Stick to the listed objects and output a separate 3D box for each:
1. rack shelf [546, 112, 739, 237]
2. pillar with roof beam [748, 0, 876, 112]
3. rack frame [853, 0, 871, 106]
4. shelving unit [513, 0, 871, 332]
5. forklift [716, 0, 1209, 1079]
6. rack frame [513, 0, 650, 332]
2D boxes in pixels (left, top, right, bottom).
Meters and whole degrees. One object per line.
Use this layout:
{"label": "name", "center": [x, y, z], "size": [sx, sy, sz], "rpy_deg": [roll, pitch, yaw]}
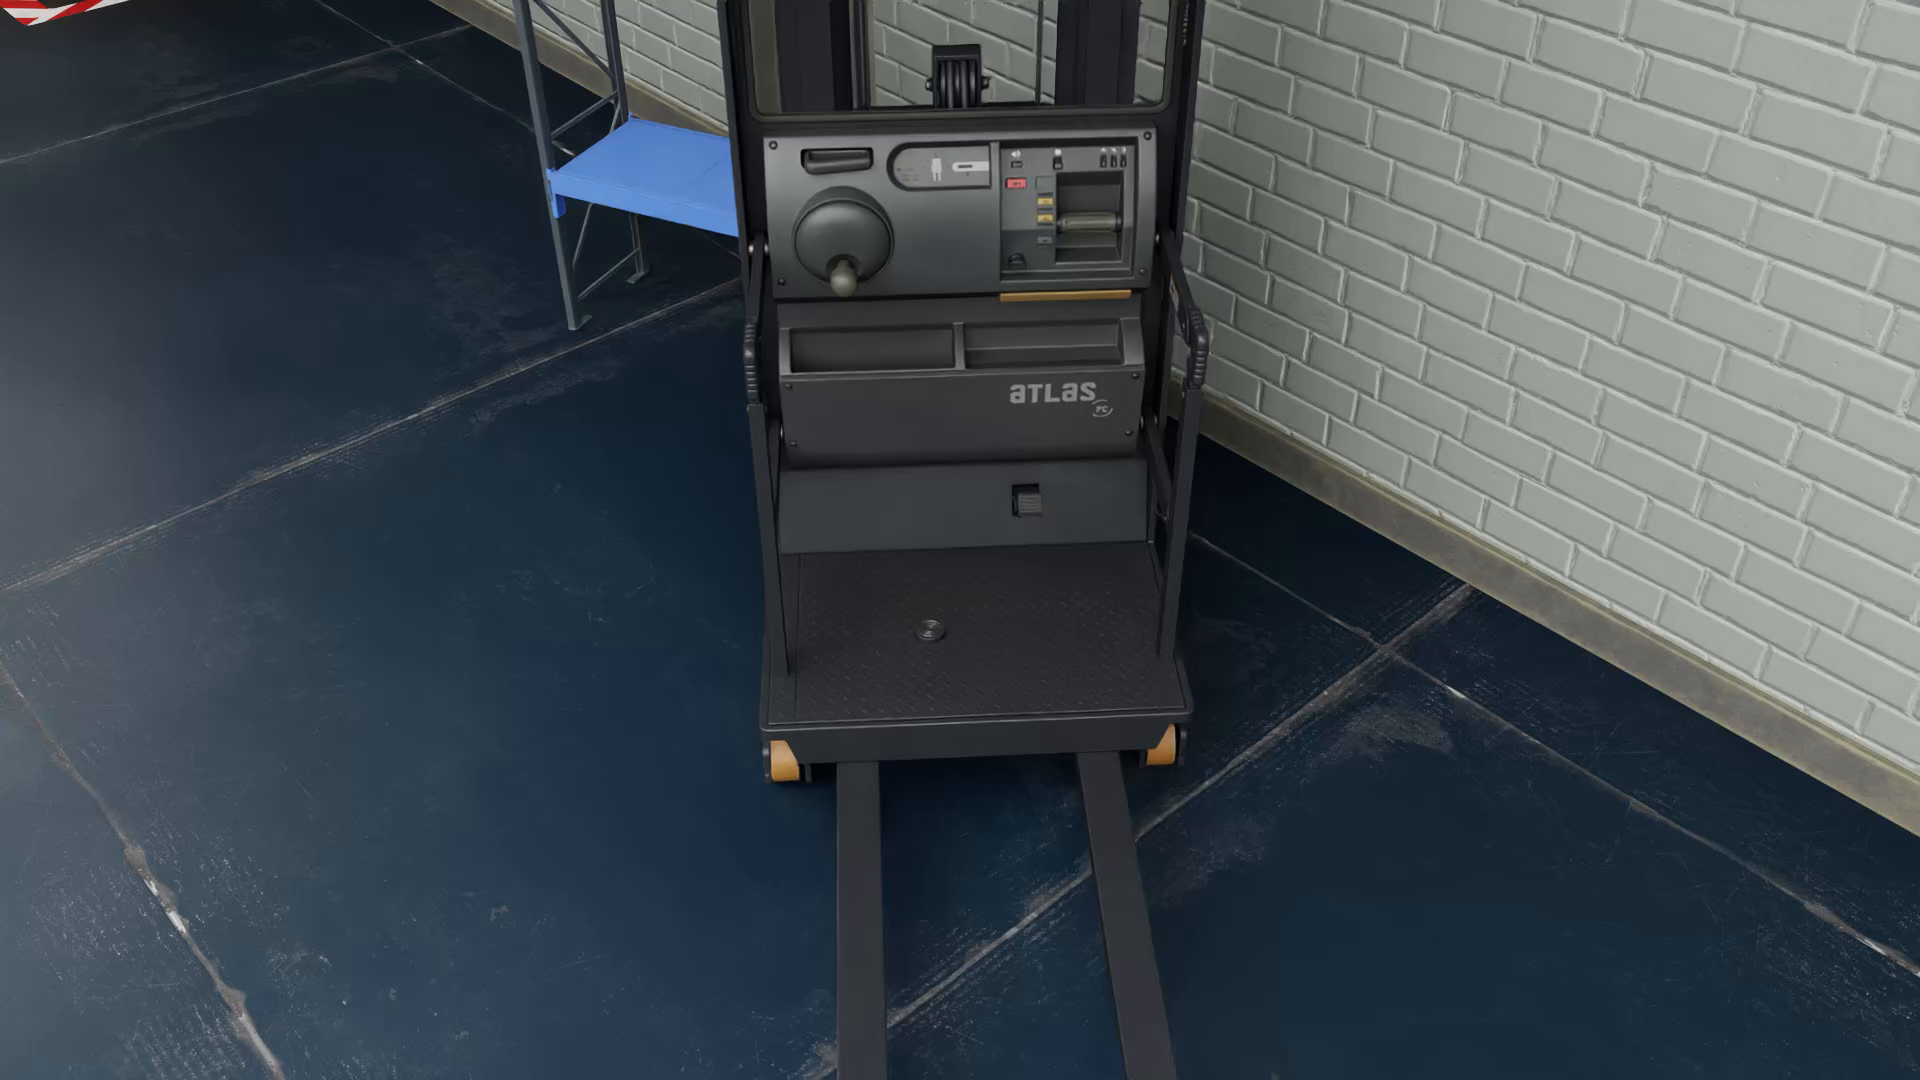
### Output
{"label": "rack shelf", "center": [-0.883, -1.233, 5.870], "size": [1.000, 0.185, 0.538], "rpy_deg": [16, 42, 19]}
{"label": "pillar with roof beam", "center": [-3.731, -2.876, 1.649], "size": [9.100, 9.000, 0.400], "rpy_deg": [-30, 48, -32]}
{"label": "rack frame", "center": [-0.422, -1.238, 5.590], "size": [0.032, 1.500, 0.500], "rpy_deg": [16, 42, 19]}
{"label": "shelving unit", "center": [-0.883, -1.373, 5.757], "size": [1.048, 1.500, 0.538], "rpy_deg": [16, 42, 19]}
{"label": "forklift", "center": [0.019, -0.710, 3.796], "size": [1.130, 2.935, 3.031], "rpy_deg": [-2, 39, -3]}
{"label": "rack frame", "center": [-1.344, -1.508, 5.924], "size": [0.032, 1.500, 0.500], "rpy_deg": [16, 42, 19]}
